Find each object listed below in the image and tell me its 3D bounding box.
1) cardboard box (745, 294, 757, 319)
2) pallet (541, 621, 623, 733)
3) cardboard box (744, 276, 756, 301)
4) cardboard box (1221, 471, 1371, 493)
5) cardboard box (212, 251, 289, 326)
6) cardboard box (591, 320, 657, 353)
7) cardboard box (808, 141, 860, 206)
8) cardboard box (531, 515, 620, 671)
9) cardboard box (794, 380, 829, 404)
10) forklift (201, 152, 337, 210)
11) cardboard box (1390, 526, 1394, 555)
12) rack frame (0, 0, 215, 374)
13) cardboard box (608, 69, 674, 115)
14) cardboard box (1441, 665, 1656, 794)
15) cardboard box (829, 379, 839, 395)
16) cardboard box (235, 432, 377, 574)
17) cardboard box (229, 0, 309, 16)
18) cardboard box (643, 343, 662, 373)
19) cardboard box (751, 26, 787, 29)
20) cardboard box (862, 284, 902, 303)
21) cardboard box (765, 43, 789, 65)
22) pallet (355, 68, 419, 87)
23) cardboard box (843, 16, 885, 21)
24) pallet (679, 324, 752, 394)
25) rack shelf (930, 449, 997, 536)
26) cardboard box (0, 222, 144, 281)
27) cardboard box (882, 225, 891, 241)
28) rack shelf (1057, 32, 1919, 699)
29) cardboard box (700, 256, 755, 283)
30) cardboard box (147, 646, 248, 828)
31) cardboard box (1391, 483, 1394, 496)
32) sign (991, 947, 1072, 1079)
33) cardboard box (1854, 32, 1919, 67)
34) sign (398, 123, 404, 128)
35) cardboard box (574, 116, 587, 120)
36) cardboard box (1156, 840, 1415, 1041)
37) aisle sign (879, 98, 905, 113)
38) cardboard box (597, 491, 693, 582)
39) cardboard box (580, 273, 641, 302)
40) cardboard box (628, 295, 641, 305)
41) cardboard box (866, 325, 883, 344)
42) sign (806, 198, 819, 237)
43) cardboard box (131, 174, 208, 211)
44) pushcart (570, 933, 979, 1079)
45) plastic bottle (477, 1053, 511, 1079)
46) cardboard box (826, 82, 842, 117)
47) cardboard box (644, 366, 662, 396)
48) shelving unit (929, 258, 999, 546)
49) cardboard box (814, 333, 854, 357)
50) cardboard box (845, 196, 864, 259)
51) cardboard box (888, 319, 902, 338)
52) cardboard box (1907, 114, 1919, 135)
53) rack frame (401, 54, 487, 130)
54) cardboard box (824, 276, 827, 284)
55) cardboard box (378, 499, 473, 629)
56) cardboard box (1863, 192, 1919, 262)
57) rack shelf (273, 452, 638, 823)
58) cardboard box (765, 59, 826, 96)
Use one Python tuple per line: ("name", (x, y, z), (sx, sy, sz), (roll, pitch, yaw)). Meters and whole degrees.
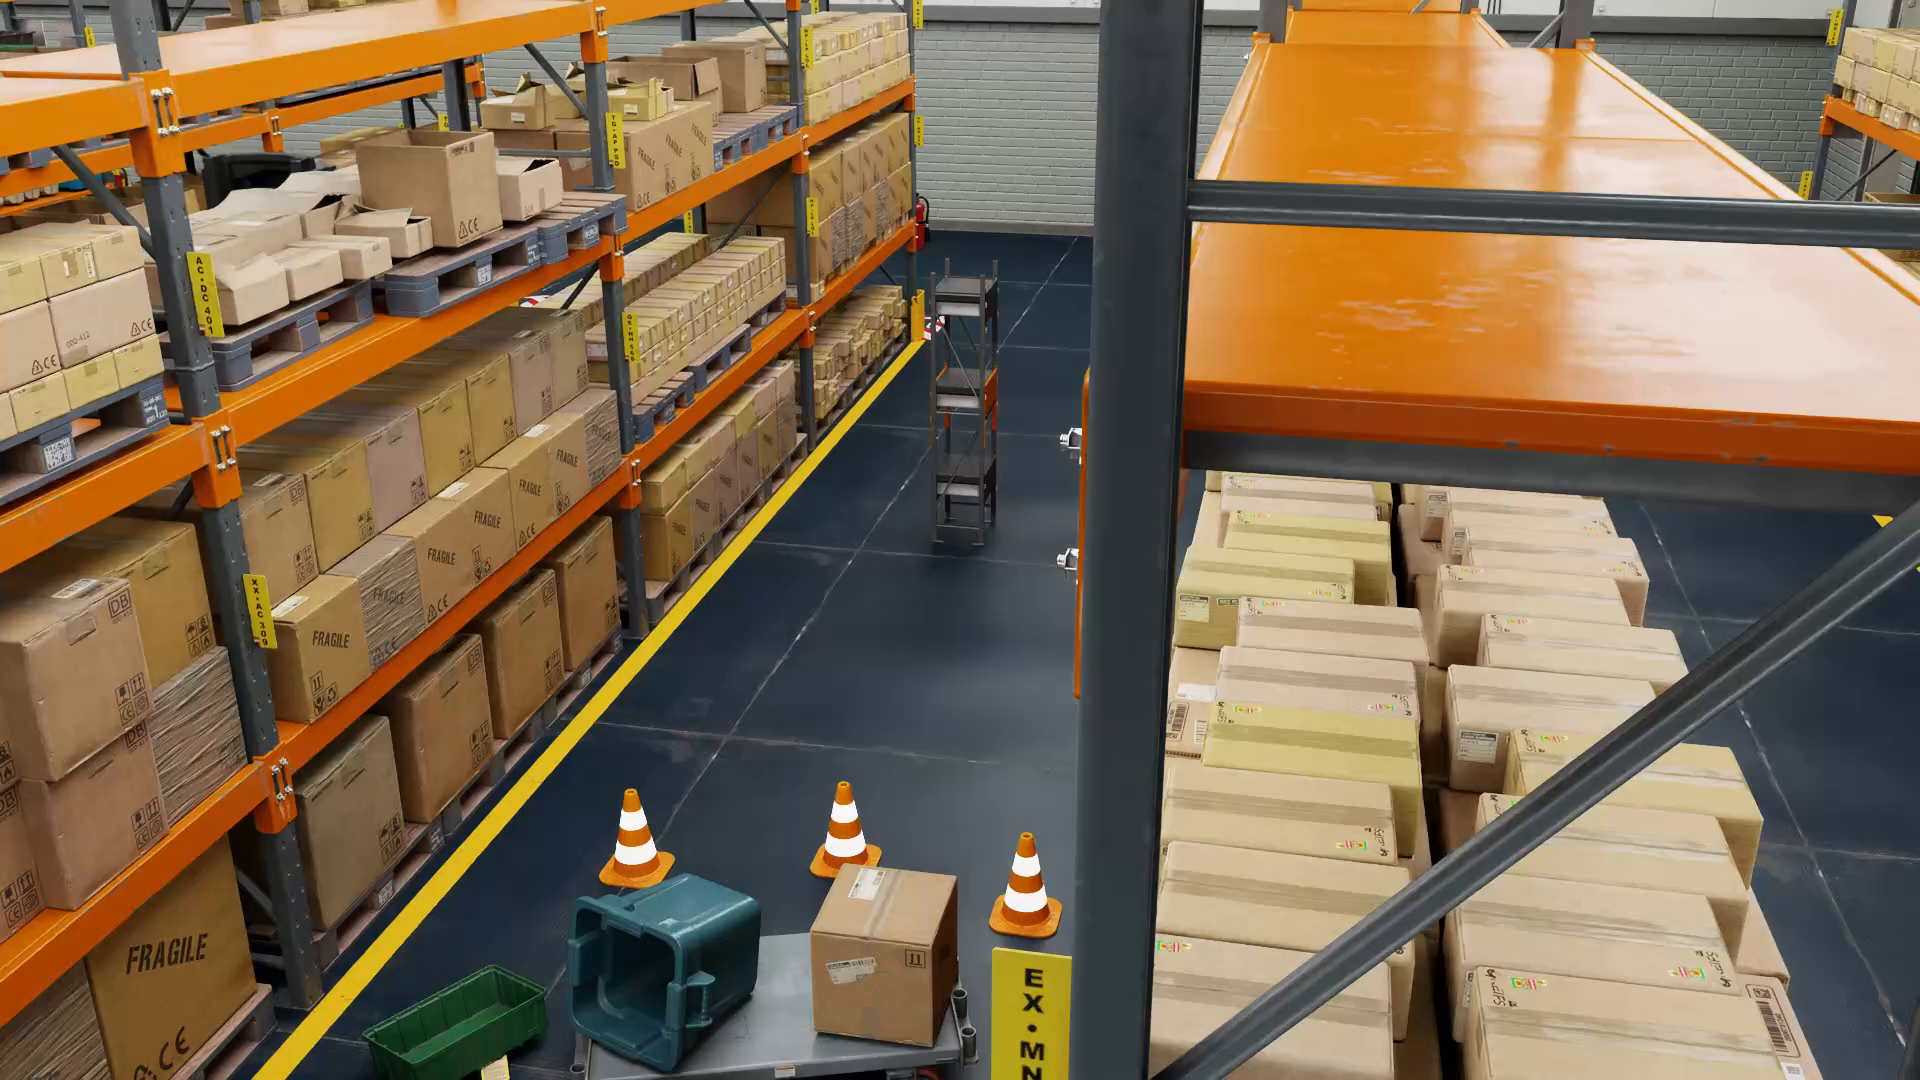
("cardboard box", (-1.835, -1.874, 13.267), (0.380, 0.149, 0.250), (3, 22, 8))
("pallet", (-2.841, 0.805, 10.573), (1.003, 0.211, 1.213), (4, 22, 11))
("cardboard box", (-1.836, -2.003, 13.187), (0.380, 0.149, 0.250), (4, 22, 9))
("cardboard box", (0.892, -0.141, 4.441), (0.380, 0.149, 0.250), (4, 22, 9))
("cardboard box", (-3.055, -1.080, 6.990), (0.258, 0.266, 0.396), (4, 22, 10))
("cardboard box", (-2.271, -1.378, 11.238), (0.380, 0.149, 0.250), (4, 22, 9))
("cardboard box", (-1.236, -3.401, 15.414), (0.500, 0.500, 0.500), (5, 22, 12))
("cardboard box", (-2.819, 0.293, 10.559), (1.050, 0.750, 0.750), (4, 22, 10))
("cardboard box", (-1.403, -1.353, 15.053), (0.380, 0.149, 0.250), (5, 23, 13))
("forklift", (-5.001, -1.167, 11.828), (1.130, 2.935, 3.031), (4, 22, 10))
("cardboard box", (1.540, -0.019, 5.206), (0.380, 0.149, 0.250), (5, 22, 12))
("rack frame", (-3.423, -2.091, 6.001), (1.000, 3.000, 0.127), (4, 22, 11))
("cardboard box", (-2.136, -2.976, 11.054), (0.396, 0.266, 0.258), (4, 22, 11))
("cardboard box", (1.128, 0.372, 3.170), (0.380, 0.149, 0.250), (4, 22, 11))
("cardboard box", (-1.348, -1.407, 15.587), (0.380, 0.149, 0.250), (4, 22, 11))
("cardboard box", (-3.224, -0.189, 7.835), (0.700, 0.500, 0.500), (4, 22, 10))
("cardboard box", (-6.427, -5.020, 15.453), (0.500, 0.250, 0.500), (3, 22, 7))
("cardboard box", (-2.258, -1.248, 11.314), (0.380, 0.149, 0.250), (6, 23, 13))
("cardboard box", (-1.724, -4.677, 15.435), (0.380, 0.149, 0.250), (4, 22, 10))
("cardboard box", (-0.834, -2.633, 17.833), (0.380, 0.149, 0.250), (5, 22, 12))
("cardboard box", (-1.494, -4.061, 13.904), (0.380, 0.149, 0.250), (4, 22, 10))
("pallet", (-6.197, -4.743, 16.718), (1.003, 0.211, 1.213), (4, 22, 11))
("cardboard box", (-0.952, -5.115, 16.522), (0.380, 0.149, 0.250), (4, 22, 9))
("pallet", (-2.243, -1.409, 12.595), (1.003, 0.211, 1.213), (4, 22, 11))
("rack shelf", (0.034, -0.373, 12.878), (0.431, 0.518, 0.480), (4, 22, 11))
("cardboard box", (-3.186, -1.036, 5.969), (0.380, 0.149, 0.250), (4, 22, 10))
("cardboard box", (-0.917, -3.164, 17.030), (0.380, 0.149, 0.250), (5, 22, 12))
("rack shelf", (1.035, -0.684, 3.474), (1.077, 0.370, 4.000), (4, 22, 11))
("cardboard box", (-1.843, -2.138, 13.125), (0.380, 0.149, 0.250), (4, 22, 11))
("cardboard box", (-3.487, 0.758, 6.756), (0.875, 0.550, 0.550), (4, 22, 11))
("cardboard box", (1.617, -0.245, 5.235), (0.500, 0.250, 0.500), (4, 22, 10))
("sign", (0.088, 0.643, 2.041), (0.100, 0.325, 0.005), (4, 22, 11))
("cardboard box", (8.293, -4.344, 14.742), (0.500, 0.250, 0.500), (4, 22, 11))
("sign", (-6.351, -4.595, 18.983), (0.100, 0.325, 0.005), (4, 22, 11))
("cardboard box", (-2.650, -2.621, 11.198), (0.500, 0.500, 0.500), (4, 22, 11))
("cardboard box", (0.498, 0.612, 2.571), (0.380, 0.149, 0.250), (5, 22, 12))
("aisle sign", (-0.666, -4.907, 17.542), (0.394, 0.787, 0.004), (4, 22, 11))
("cardboard box", (-2.213, -0.046, 11.736), (0.500, 0.500, 0.500), (4, 22, 9))
("cardboard box", (-2.636, -1.908, 12.553), (0.380, 0.149, 0.250), (5, 23, 13))
("cardboard box", (-2.638, -1.769, 12.608), (0.380, 0.149, 0.250), (4, 22, 10))
("cardboard box", (-1.000, -2.112, 16.939), (0.380, 0.149, 0.250), (5, 22, 12))
("sign", (-1.247, -2.730, 14.068), (0.100, 0.325, 0.005), (4, 22, 11))
("cardboard box", (-6.748, -2.927, 14.629), (0.797, 0.503, 0.637), (4, 22, 10))
("pushcart", (-0.799, 2.093, 7.152), (1.648, 0.377, 0.936), (-3, 22, -8))
("plastic bottle", (-2.002, 2.271, 7.134), (0.133, 0.061, 0.283), (-7, 23, -17))
("cardboard box", (-1.345, -3.889, 14.681), (0.500, 0.250, 0.500), (4, 22, 10))
("cardboard box", (-2.263, -1.096, 11.334), (0.380, 0.149, 0.250), (6, 23, 14))
("shelving unit", (0.034, -1.035, 12.612), (0.431, 2.100, 0.503), (4, 22, 11))
("cardboard box", (-1.237, -1.869, 15.937), (0.380, 0.149, 0.250), (5, 22, 12))
("cardboard box", (-1.211, -2.943, 15.615), (0.500, 0.500, 0.500), (4, 22, 10))
("cardboard box", (-0.831, -2.259, 17.702), (0.380, 0.149, 0.250), (5, 23, 13))
("cardboard box", (8.020, -3.410, 13.627), (0.380, 0.149, 0.250), (5, 22, 11))
("rack frame", (-5.809, -4.112, 19.049), (1.000, 3.000, 0.127), (4, 22, 11))
("cardboard box", (-1.429, -2.398, 15.129), (0.380, 0.149, 0.250), (3, 22, 9))
("cardboard box", (-2.845, 0.106, 8.441), (0.500, 0.500, 0.500), (4, 22, 11))
("cardboard box", (8.090, -2.702, 14.346), (0.500, 0.500, 0.500), (5, 22, 12))
("rack shelf", (-3.015, 0.294, 9.072), (1.077, 0.370, 4.000), (4, 22, 11))
("cardboard box", (-1.458, -3.946, 14.152), (0.500, 0.250, 0.500), (5, 23, 13))
